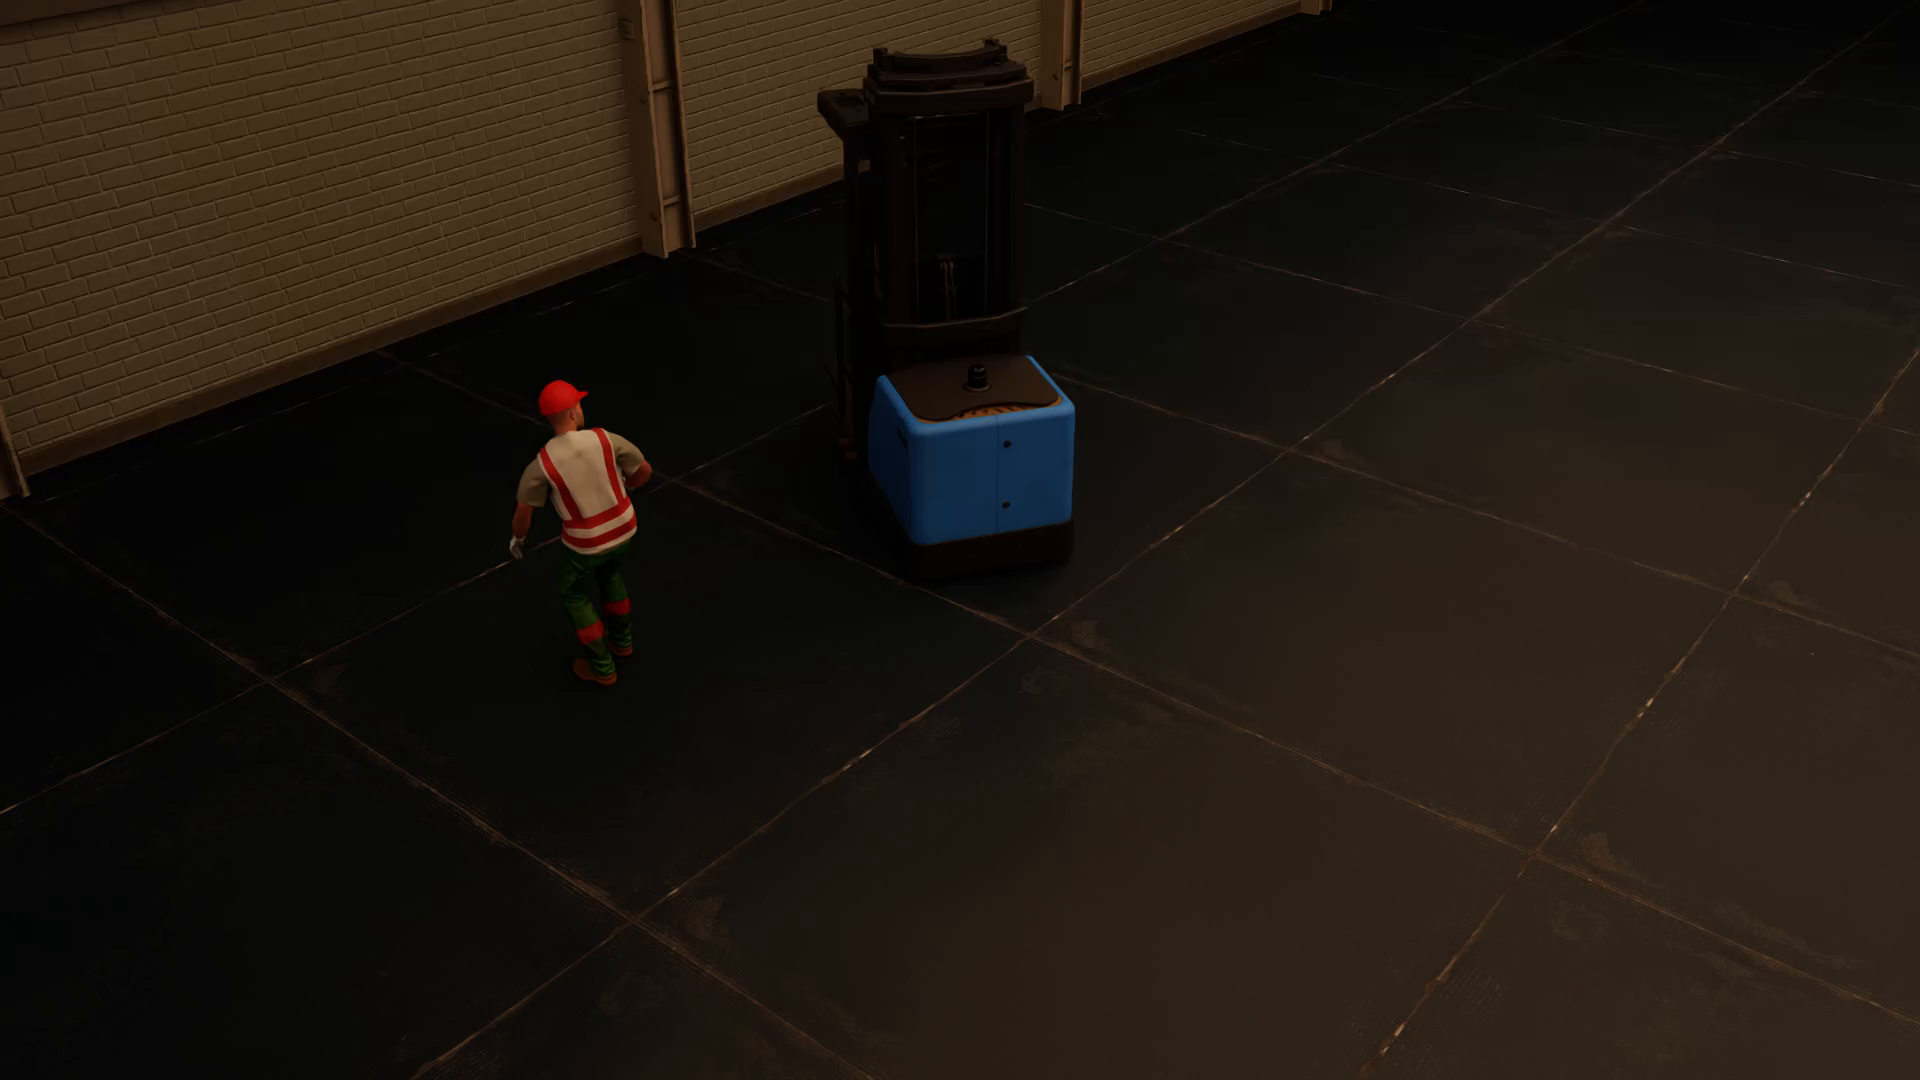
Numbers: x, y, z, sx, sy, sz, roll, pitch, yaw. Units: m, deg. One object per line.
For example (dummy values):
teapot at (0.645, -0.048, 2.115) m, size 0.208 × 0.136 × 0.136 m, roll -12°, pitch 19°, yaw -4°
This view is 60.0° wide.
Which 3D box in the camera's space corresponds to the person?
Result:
person at (-2.014, -0.044, 8.868) m, size 0.747 × 1.736 × 0.515 m, roll -22°, pitch 37°, yaw -33°

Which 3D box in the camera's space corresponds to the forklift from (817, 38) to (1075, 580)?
forklift at (-0.241, -1.759, 10.604) m, size 1.130 × 2.935 × 3.031 m, roll -9°, pitch 32°, yaw -15°
